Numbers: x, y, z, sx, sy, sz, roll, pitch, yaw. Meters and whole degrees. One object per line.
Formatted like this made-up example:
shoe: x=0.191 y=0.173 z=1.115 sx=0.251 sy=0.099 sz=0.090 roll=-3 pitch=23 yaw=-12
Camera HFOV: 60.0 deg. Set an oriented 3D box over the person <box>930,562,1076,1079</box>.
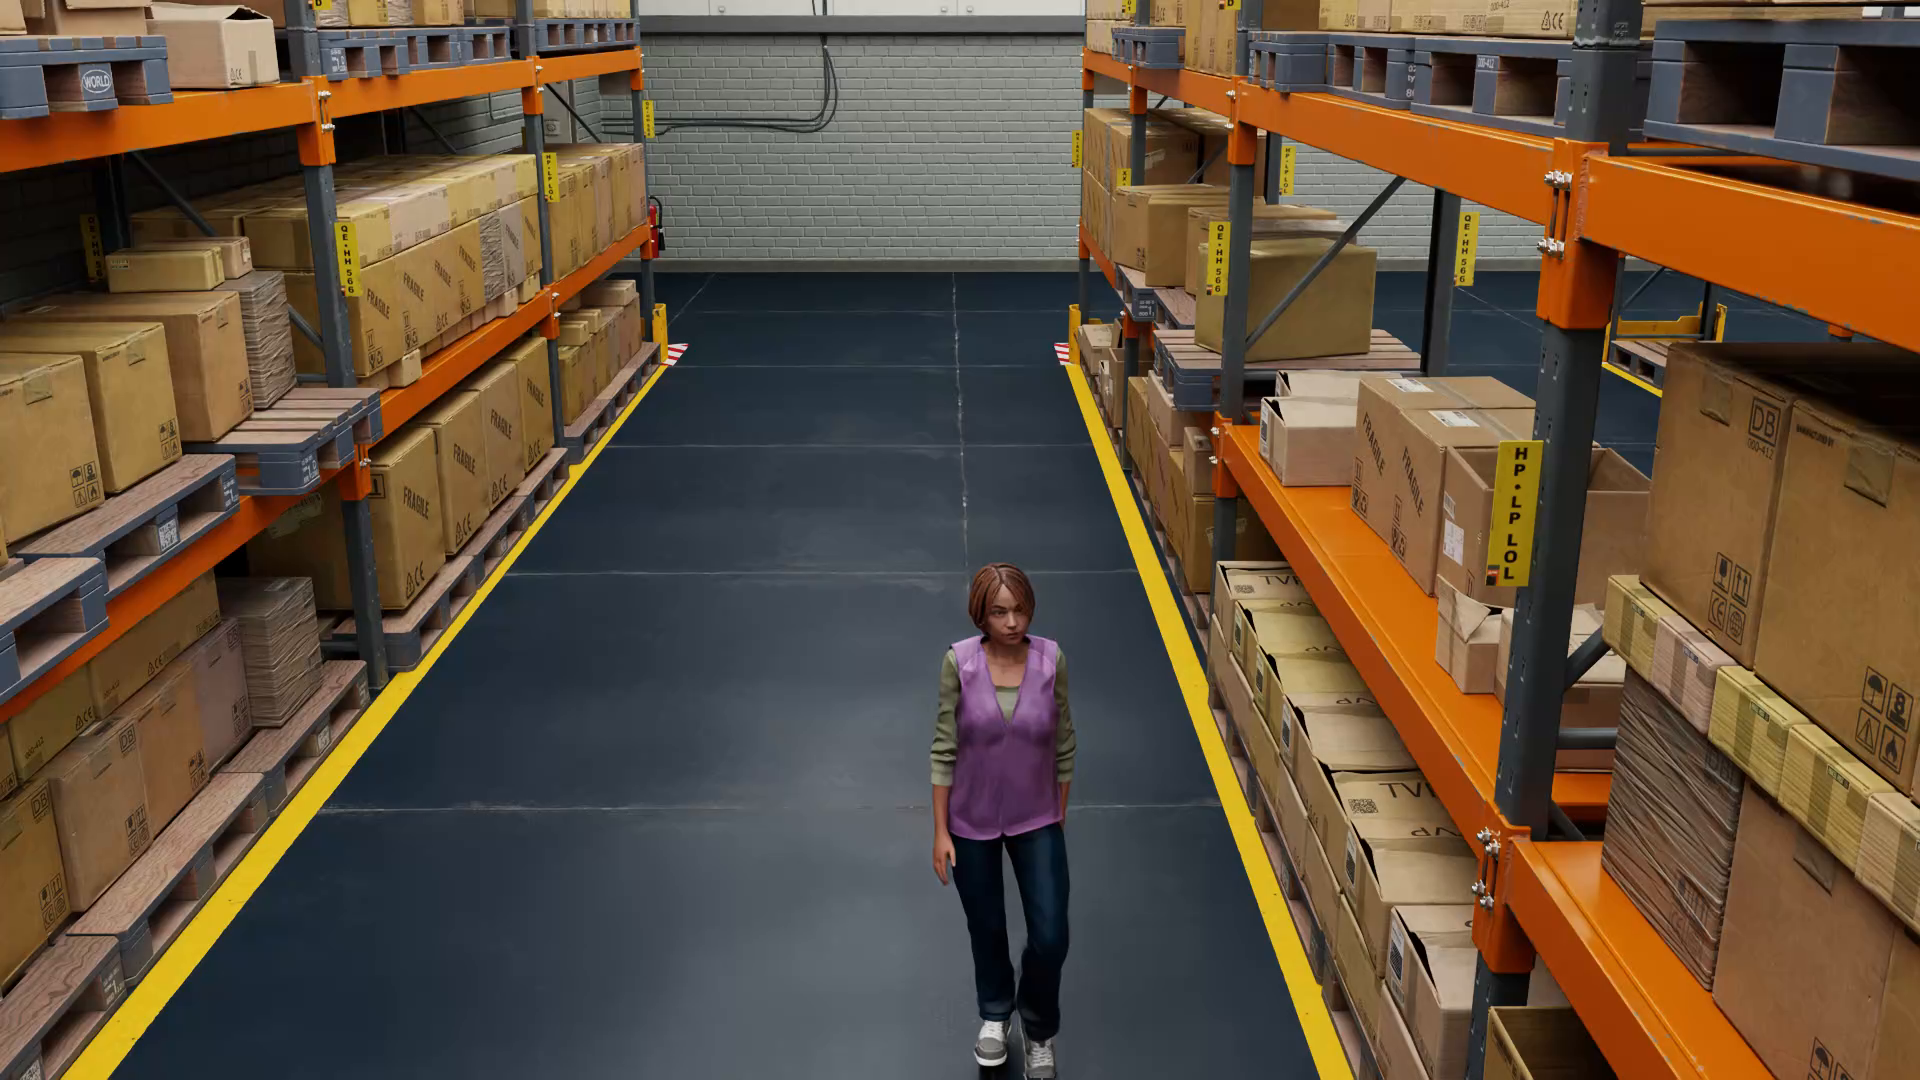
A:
person: x=0.128 y=0.850 z=4.825 sx=0.427 sy=1.626 sz=0.463 roll=0 pitch=17 yaw=-1
